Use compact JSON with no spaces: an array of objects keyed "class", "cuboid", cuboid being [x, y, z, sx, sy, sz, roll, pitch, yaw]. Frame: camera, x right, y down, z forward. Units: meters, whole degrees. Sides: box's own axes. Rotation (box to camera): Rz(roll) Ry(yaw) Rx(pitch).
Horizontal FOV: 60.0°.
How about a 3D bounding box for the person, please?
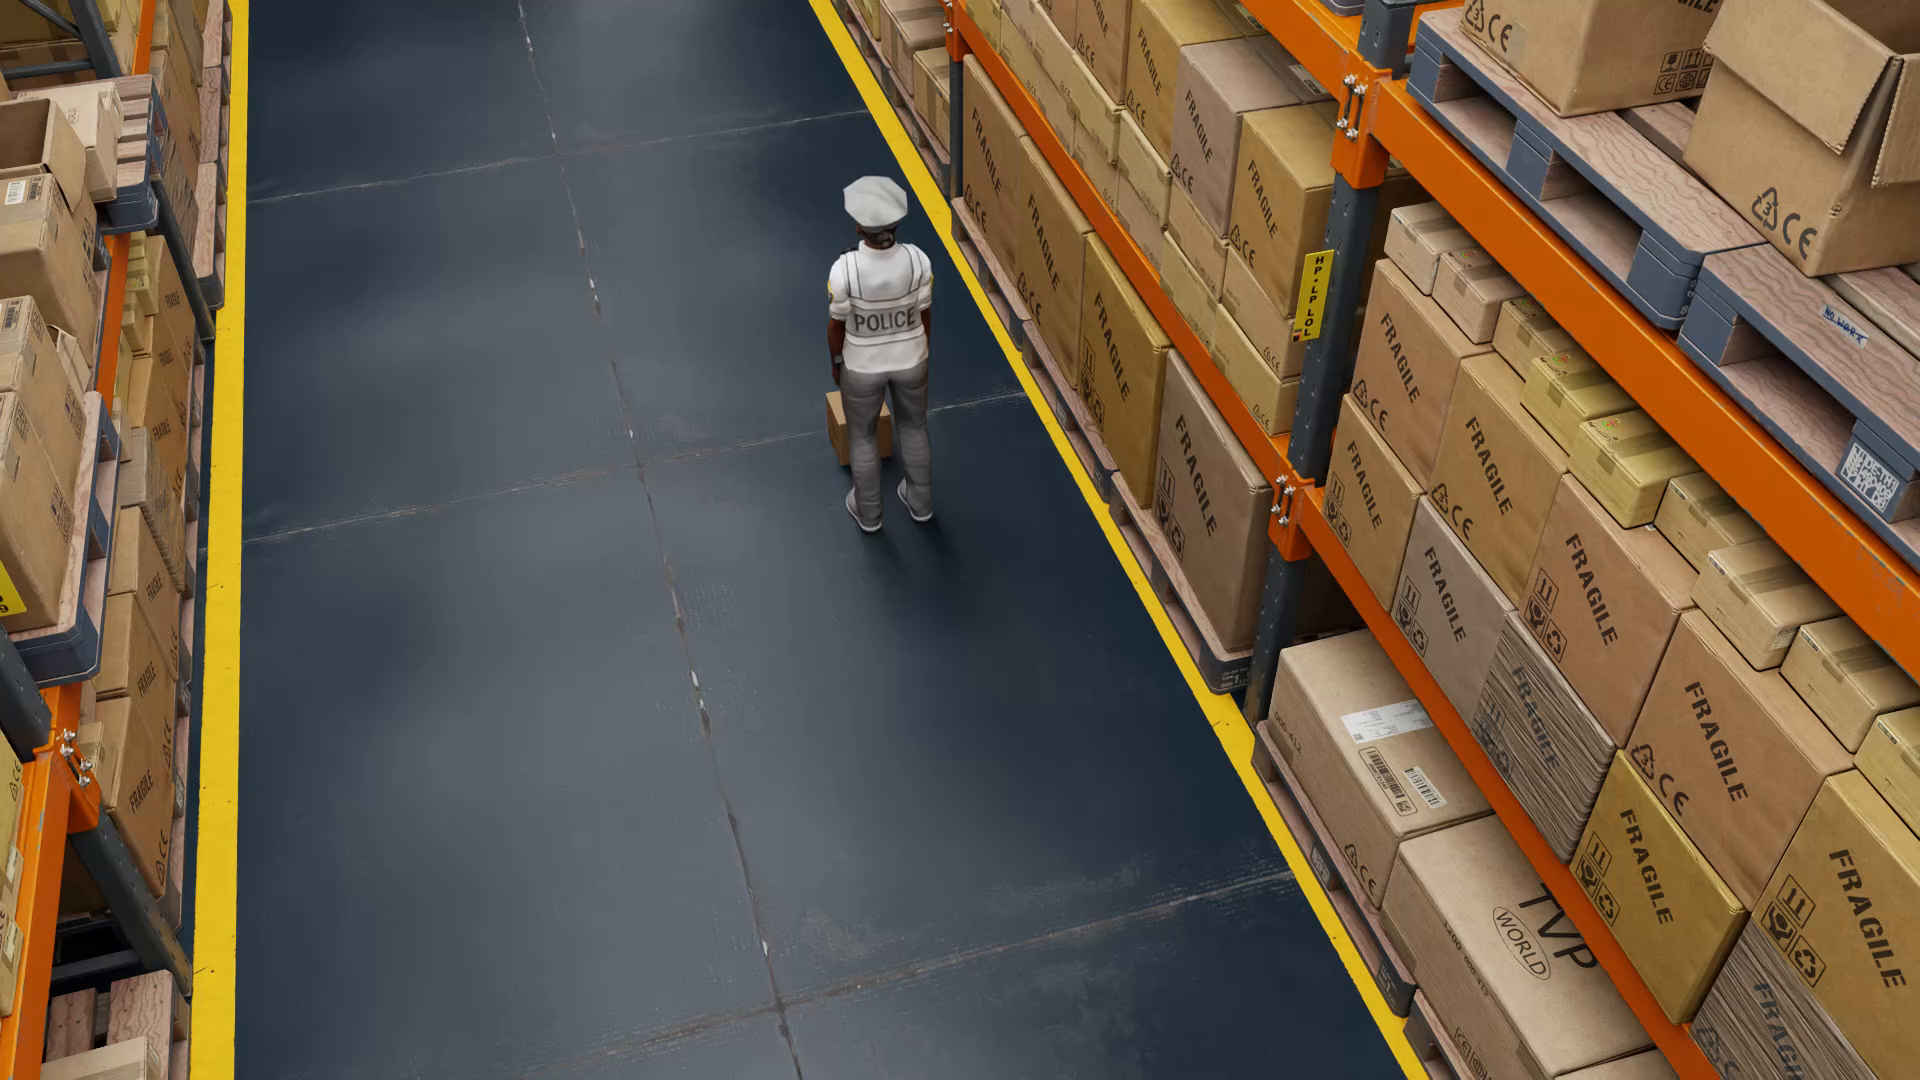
[{"class":"person","cuboid":[-0.335,-0.751,6.970,0.437,1.682,0.340,-11,44,-12]}]
